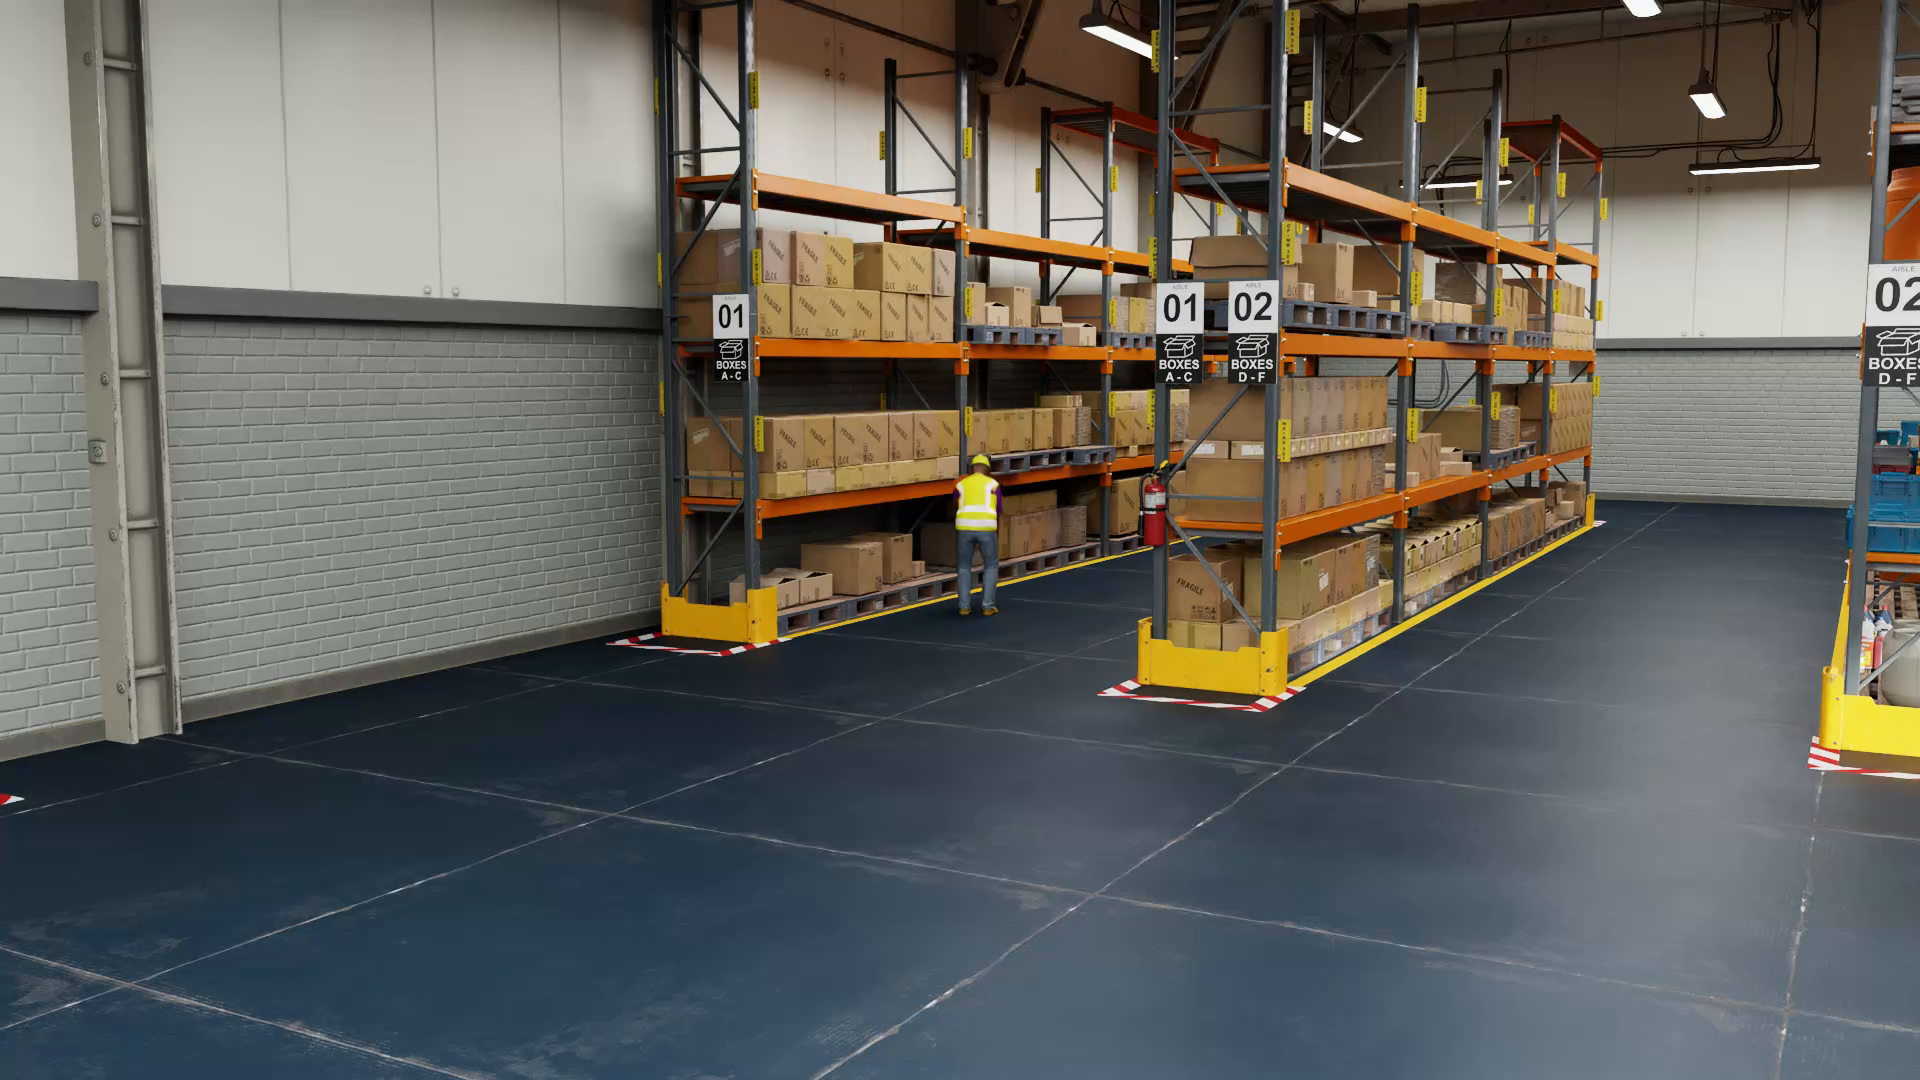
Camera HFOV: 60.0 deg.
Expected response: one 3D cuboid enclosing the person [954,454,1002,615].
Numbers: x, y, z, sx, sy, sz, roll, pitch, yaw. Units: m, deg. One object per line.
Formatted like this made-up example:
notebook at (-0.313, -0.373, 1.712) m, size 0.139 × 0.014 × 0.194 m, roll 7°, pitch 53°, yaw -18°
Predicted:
person at (0.182, -0.064, 17.280) m, size 0.489 × 1.634 × 0.715 m, roll 1°, pitch 6°, yaw 10°
